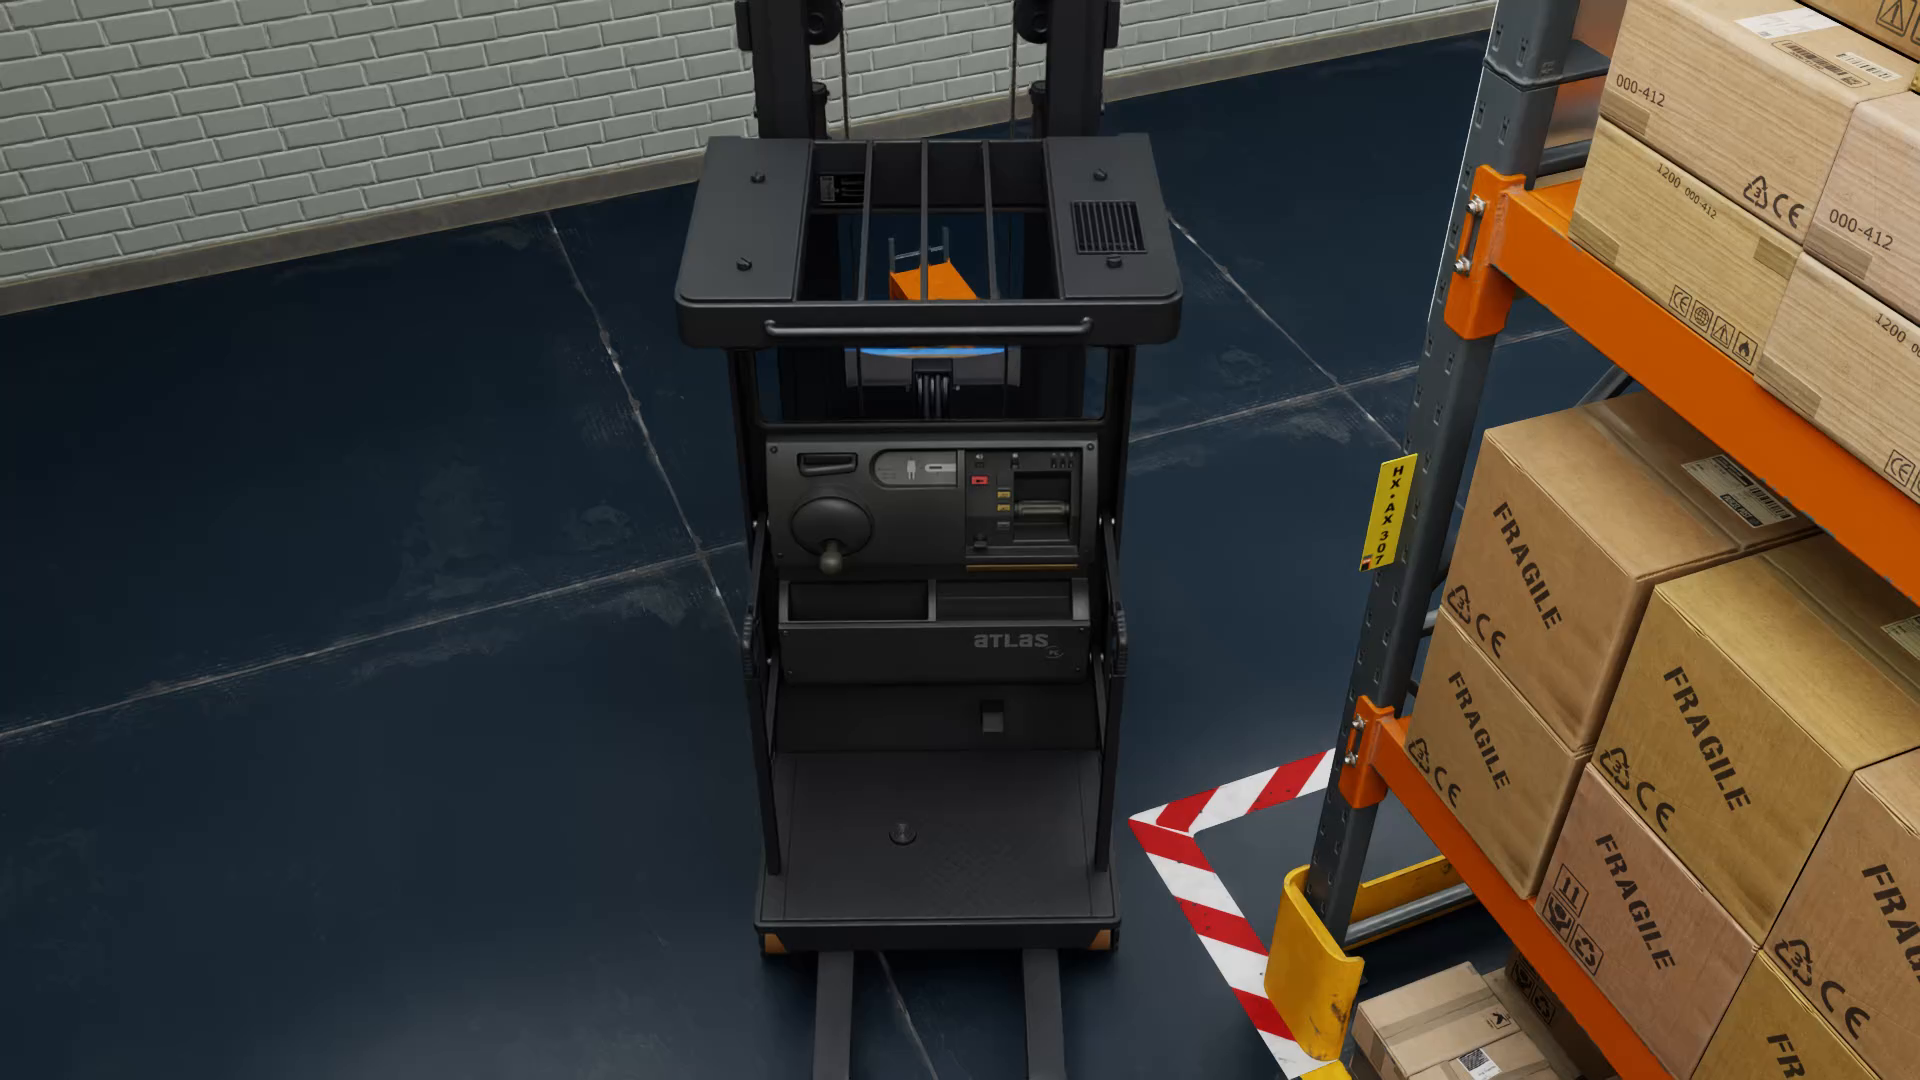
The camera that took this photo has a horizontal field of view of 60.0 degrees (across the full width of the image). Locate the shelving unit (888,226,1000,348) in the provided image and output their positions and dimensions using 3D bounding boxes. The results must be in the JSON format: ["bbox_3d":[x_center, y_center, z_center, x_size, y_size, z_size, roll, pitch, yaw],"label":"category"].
[{"bbox_3d":[-0.063,-0.555,6.475,0.258,1.200,0.503,-15,43,-17],"label":"shelving unit"}]

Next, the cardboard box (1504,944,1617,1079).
[{"bbox_3d":[1.932,1.179,4.658,0.500,0.500,0.500,-15,43,-17],"label":"cardboard box"}]

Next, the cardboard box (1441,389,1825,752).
[{"bbox_3d":[1.422,0.048,3.550,0.500,0.500,0.500,-14,43,-16],"label":"cardboard box"}]

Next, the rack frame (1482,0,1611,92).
[{"bbox_3d":[1.496,-2.142,2.340,1.000,3.000,0.127,-15,43,-17],"label":"rack frame"}]

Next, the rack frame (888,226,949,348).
[{"bbox_3d":[-0.157,-0.702,6.646,0.240,1.200,0.015,-15,43,-17],"label":"rack frame"}]

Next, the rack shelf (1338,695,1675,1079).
[{"bbox_3d":[2.261,1.610,3.129,1.077,0.370,4.000,-15,43,-17],"label":"rack shelf"}]

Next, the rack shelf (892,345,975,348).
[{"bbox_3d":[-0.063,-0.673,6.373,0.258,0.148,0.480,-15,43,-17],"label":"rack shelf"}]

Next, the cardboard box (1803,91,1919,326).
[{"bbox_3d":[1.637,-0.460,2.416,0.500,0.250,0.500,-15,43,-17],"label":"cardboard box"}]

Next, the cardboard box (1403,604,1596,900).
[{"bbox_3d":[1.422,0.427,3.876,0.500,0.500,0.500,-14,43,-16],"label":"cardboard box"}]

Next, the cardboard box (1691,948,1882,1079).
[{"bbox_3d":[1.814,1.040,3.163,0.500,0.500,0.500,-15,43,-17],"label":"cardboard box"}]

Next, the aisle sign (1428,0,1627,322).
[{"bbox_3d":[1.199,-0.821,3.411,0.394,0.787,0.004,-15,43,-17],"label":"aisle sign"}]

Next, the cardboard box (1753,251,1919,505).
[{"bbox_3d":[1.637,-0.271,2.579,0.500,0.250,0.500,-15,43,-17],"label":"cardboard box"}]

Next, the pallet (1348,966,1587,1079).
[{"bbox_3d":[1.831,1.715,4.594,1.003,0.211,1.213,-15,43,-17],"label":"pallet"}]

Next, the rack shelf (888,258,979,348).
[{"bbox_3d":[-0.063,-0.853,6.219,0.258,0.148,0.480,-15,43,-17],"label":"rack shelf"}]

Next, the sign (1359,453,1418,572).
[{"bbox_3d":[0.995,-0.061,3.856,0.100,0.325,0.005,-15,43,-17],"label":"sign"}]

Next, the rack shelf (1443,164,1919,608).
[{"bbox_3d":[2.261,0.472,2.151,1.077,0.370,4.000,-15,43,-17],"label":"rack shelf"}]

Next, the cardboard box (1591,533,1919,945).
[{"bbox_3d":[1.629,0.361,3.186,0.500,0.500,0.500,-15,43,-16],"label":"cardboard box"}]

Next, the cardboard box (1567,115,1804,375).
[{"bbox_3d":[1.458,-0.575,2.933,0.500,0.250,0.500,-15,43,-17],"label":"cardboard box"}]

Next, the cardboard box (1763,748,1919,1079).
[{"bbox_3d":[1.816,0.664,2.834,0.500,0.500,0.500,-15,43,-16],"label":"cardboard box"}]

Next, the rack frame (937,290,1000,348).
[{"bbox_3d":[0.030,-0.408,6.304,0.240,1.200,0.015,-15,43,-17],"label":"rack frame"}]

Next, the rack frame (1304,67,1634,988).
[{"bbox_3d":[1.496,0.132,4.296,1.000,3.000,0.127,-15,43,-17],"label":"rack frame"}]

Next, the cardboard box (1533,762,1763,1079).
[{"bbox_3d":[1.625,0.737,3.516,0.500,0.500,0.500,-16,43,-17],"label":"cardboard box"}]

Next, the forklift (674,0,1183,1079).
[{"bbox_3d":[-0.072,-0.021,4.527,1.130,2.935,3.031,-1,41,-1],"label":"forklift"}]

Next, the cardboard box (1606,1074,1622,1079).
[{"bbox_3d":[1.633,1.707,4.235,0.500,0.250,0.500,-15,43,-17],"label":"cardboard box"}]

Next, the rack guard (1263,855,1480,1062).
[{"bbox_3d":[1.525,1.126,5.057,1.175,0.500,0.348,-15,43,-17],"label":"rack guard"}]

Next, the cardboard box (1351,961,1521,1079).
[{"bbox_3d":[1.339,1.384,4.689,0.380,0.149,0.250,-15,43,-17],"label":"cardboard box"}]

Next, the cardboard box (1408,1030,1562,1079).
[{"bbox_3d":[1.434,1.528,4.508,0.380,0.166,0.250,-15,43,-17],"label":"cardboard box"}]

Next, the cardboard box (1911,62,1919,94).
[{"bbox_3d":[1.821,-0.794,2.229,0.700,0.500,0.500,-15,43,-17],"label":"cardboard box"}]

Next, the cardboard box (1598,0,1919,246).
[{"bbox_3d":[1.452,-0.763,2.768,0.500,0.250,0.500,-15,43,-17],"label":"cardboard box"}]
